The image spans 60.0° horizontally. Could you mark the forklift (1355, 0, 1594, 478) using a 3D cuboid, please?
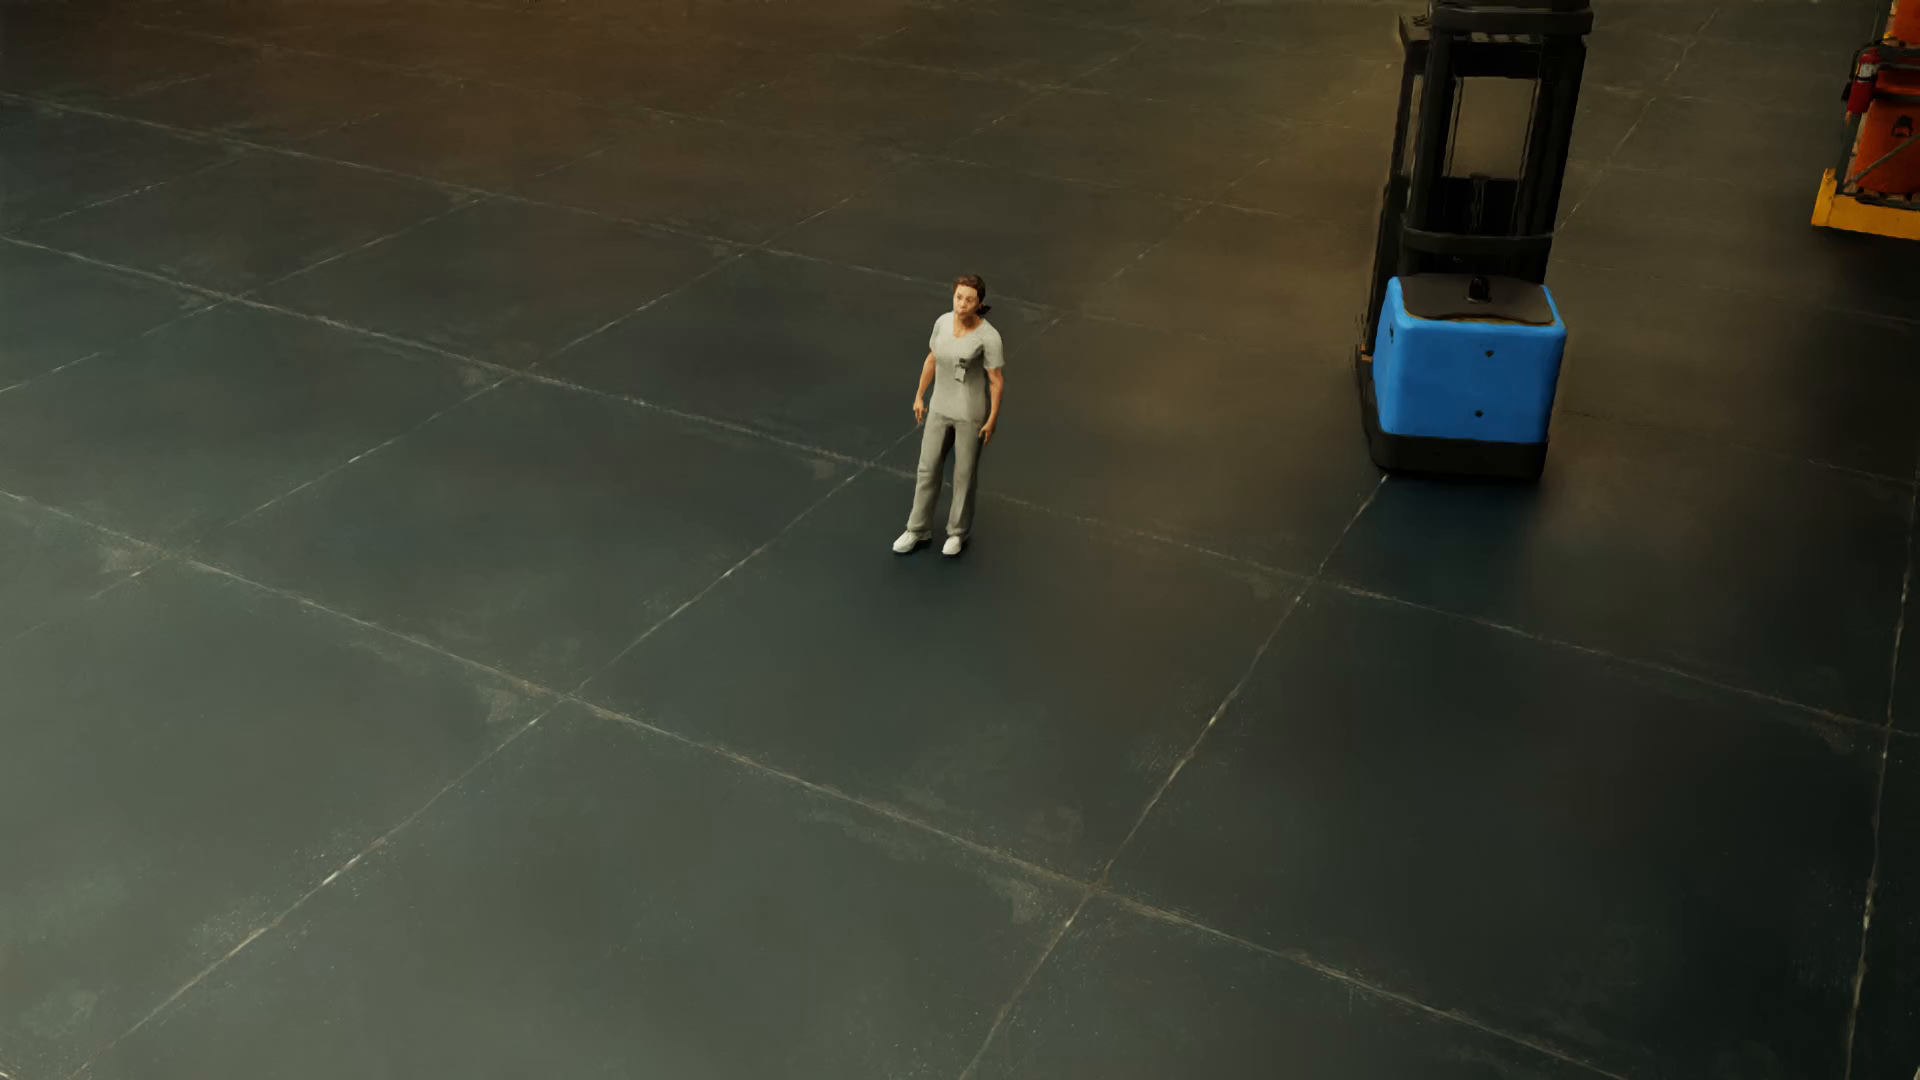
[{"bbox_3d":[3.415,-2.378,11.192,1.130,2.935,3.031,4,30,8],"label":"forklift"}]

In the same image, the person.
[{"bbox_3d":[-0.051,-0.694,9.527,0.550,1.660,0.532,15,33,25],"label":"person"}]
